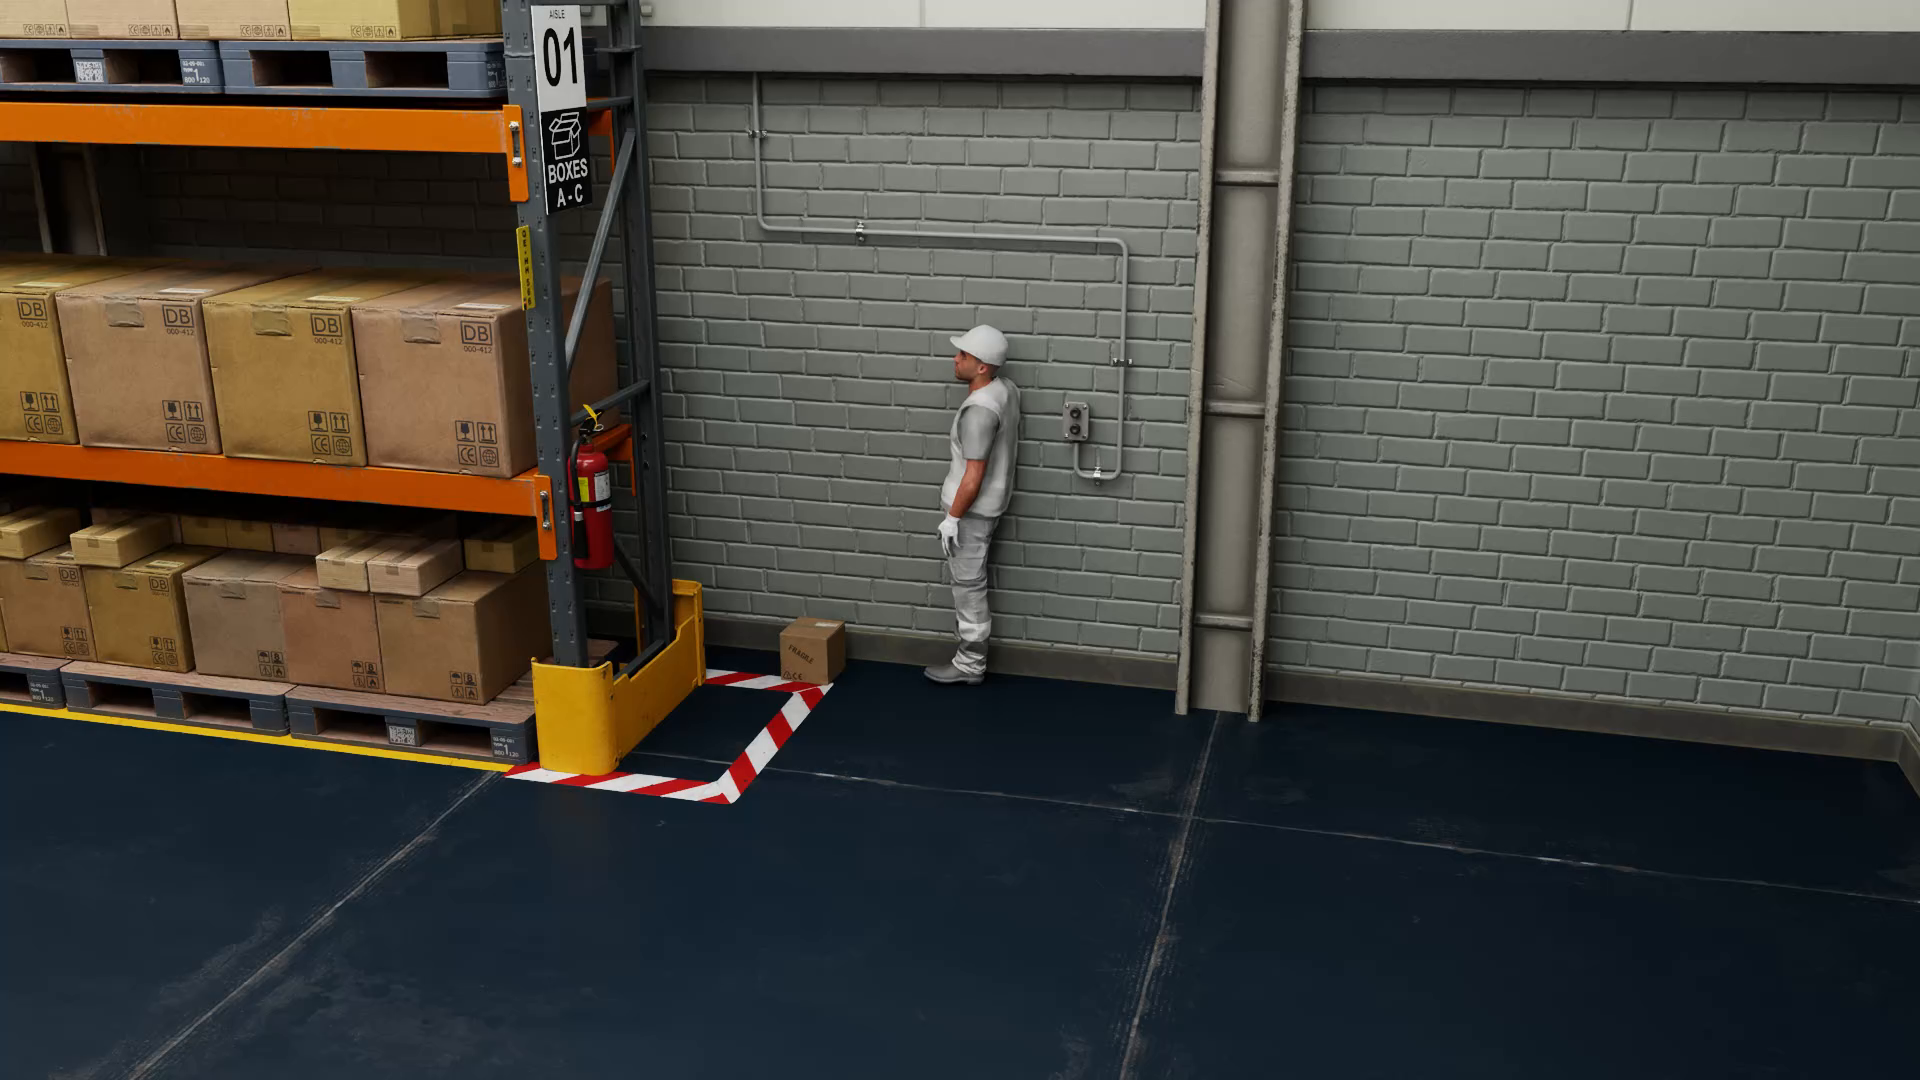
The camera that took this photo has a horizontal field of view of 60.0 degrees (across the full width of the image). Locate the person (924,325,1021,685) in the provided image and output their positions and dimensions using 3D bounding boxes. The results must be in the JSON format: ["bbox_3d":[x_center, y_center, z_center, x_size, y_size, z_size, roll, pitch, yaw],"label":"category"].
[{"bbox_3d":[-0.008,-0.162,7.985,0.560,1.787,0.637,5,19,14],"label":"person"}]
